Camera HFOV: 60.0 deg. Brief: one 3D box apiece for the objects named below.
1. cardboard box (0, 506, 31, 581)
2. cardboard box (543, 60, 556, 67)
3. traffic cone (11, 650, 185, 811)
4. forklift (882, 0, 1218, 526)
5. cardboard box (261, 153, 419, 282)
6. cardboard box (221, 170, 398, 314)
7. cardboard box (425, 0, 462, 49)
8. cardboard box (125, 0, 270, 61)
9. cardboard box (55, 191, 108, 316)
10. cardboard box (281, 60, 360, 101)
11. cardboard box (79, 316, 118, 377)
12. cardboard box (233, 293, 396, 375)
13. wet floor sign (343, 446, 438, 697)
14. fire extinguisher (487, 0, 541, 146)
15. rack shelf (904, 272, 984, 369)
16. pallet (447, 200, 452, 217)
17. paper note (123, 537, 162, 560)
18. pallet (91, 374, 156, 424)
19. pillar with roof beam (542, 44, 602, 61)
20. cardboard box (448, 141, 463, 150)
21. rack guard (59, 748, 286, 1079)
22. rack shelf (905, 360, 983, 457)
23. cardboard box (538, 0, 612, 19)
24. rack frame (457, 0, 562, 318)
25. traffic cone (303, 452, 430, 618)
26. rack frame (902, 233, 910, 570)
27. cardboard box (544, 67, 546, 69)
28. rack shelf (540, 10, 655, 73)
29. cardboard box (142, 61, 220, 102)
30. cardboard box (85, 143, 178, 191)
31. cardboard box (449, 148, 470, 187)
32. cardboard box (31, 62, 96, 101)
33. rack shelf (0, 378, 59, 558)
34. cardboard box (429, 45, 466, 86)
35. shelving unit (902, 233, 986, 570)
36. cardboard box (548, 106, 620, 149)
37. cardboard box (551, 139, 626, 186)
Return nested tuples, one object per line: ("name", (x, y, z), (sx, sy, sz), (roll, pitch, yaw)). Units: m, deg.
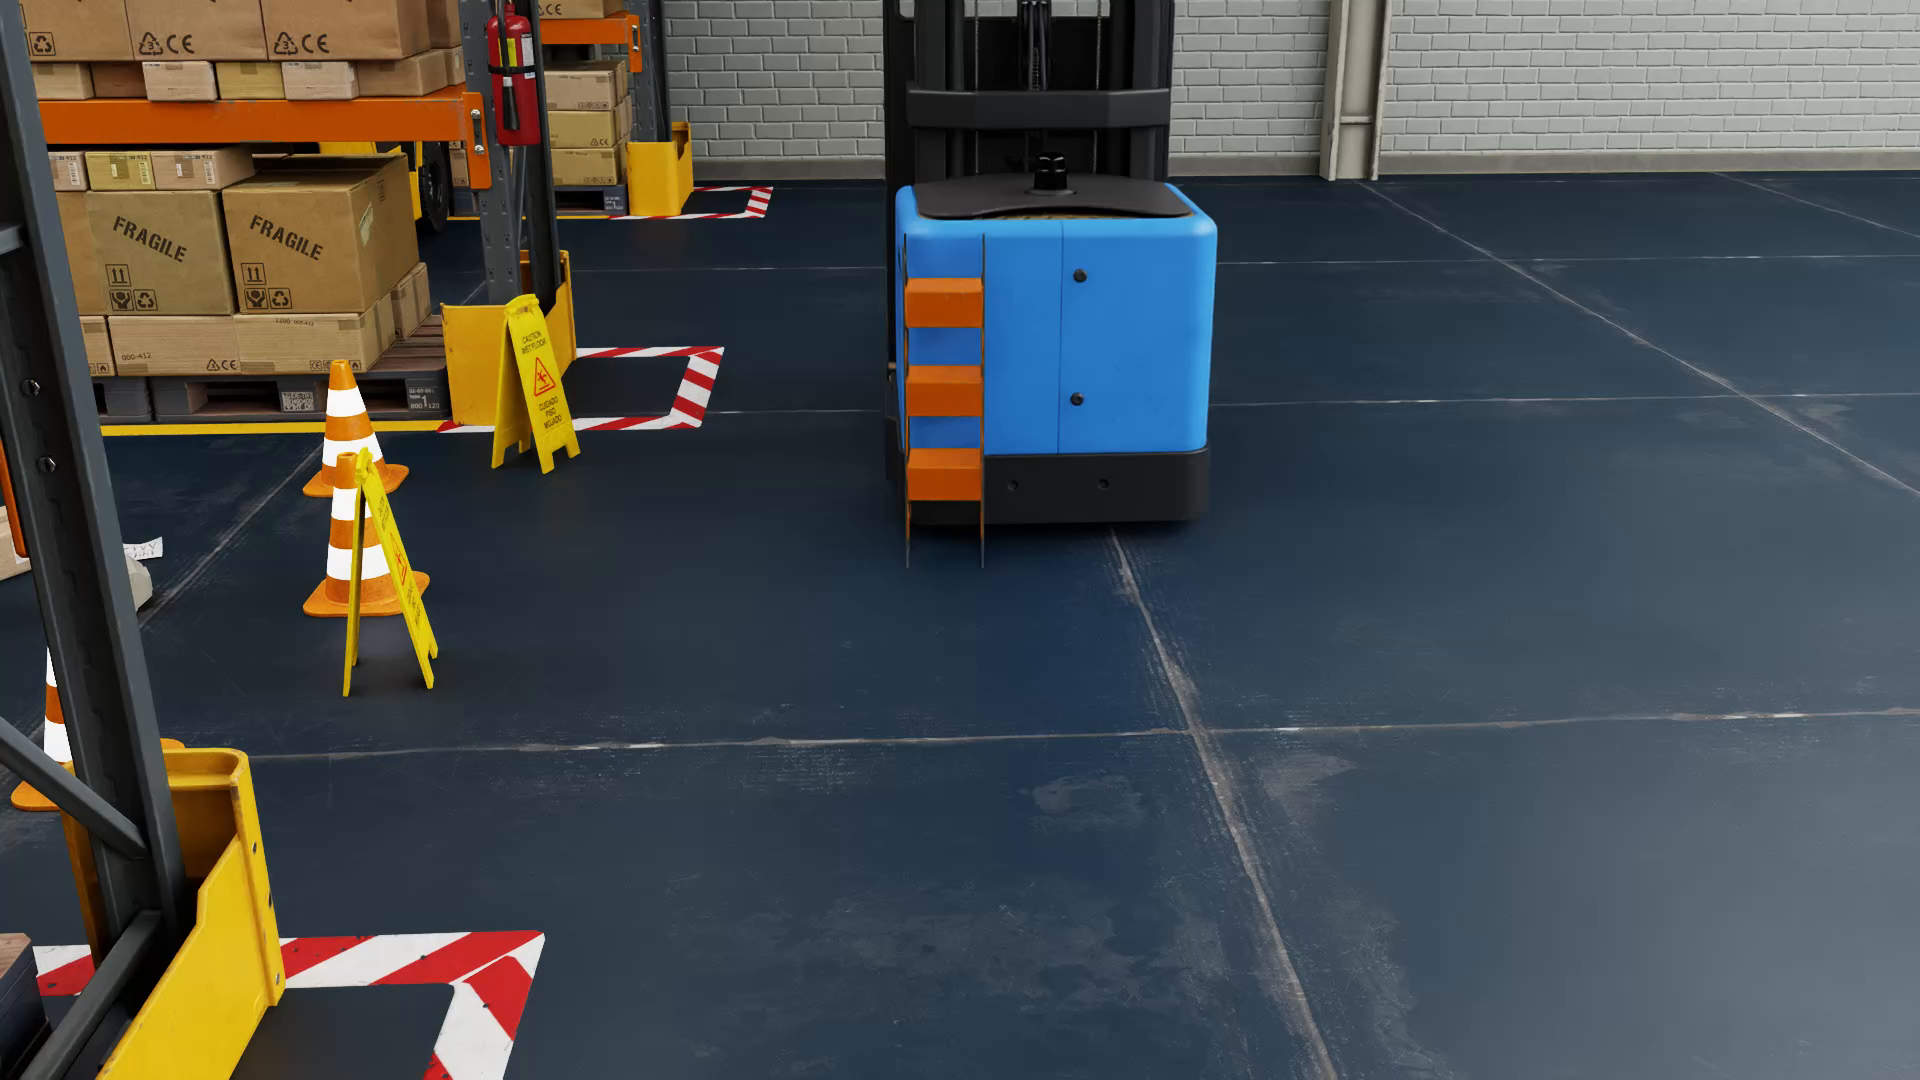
("cardboard box", (-3.079, -0.007, 5.430), (0.250, 0.149, 0.380), (10, 23, 25))
("cardboard box", (-3.163, -3.271, 11.866), (0.500, 0.250, 0.500), (-1, 21, -3))
("traffic cone", (-2.115, 0.365, 4.012), (0.334, 0.463, 0.336), (-1, 21, -3))
("forklift", (0.239, -1.896, 6.482), (1.130, 2.935, 3.031), (-1, 21, -3))
("cardboard box", (-2.732, -1.426, 7.371), (0.500, 0.500, 0.500), (-2, 21, -5))
("cardboard box", (-2.672, -1.236, 6.872), (0.500, 0.500, 0.500), (-1, 21, -3))
("cardboard box", (-2.375, -2.358, 7.040), (0.500, 0.500, 0.500), (-1, 21, -4))
("cardboard box", (-2.913, -2.152, 6.498), (0.500, 0.500, 0.500), (-1, 21, -3))
("cardboard box", (-3.697, -1.217, 6.821), (0.500, 0.500, 0.500), (-2, 21, -4))
("cardboard box", (-2.494, -1.838, 6.585), (0.250, 0.149, 0.380), (-1, 21, -4))
("cardboard box", (-3.718, -0.862, 6.944), (0.500, 0.250, 0.500), (-2, 21, -5))
("cardboard box", (-2.702, -0.882, 6.996), (0.500, 0.250, 0.500), (-1, 21, -3))
("wet floor sign", (-1.587, 0.069, 4.532), (0.232, 0.644, 0.267), (-5, 21, -12))
("fire extinguisher", (-1.746, -1.886, 6.467), (0.183, 0.674, 0.296), (-1, 21, -3))
("rack shelf", (-0.048, -0.685, 5.176), (0.240, 0.259, 0.215), (0, 21, 0))
("pallet", (-4.150, -2.489, 11.862), (1.213, 0.211, 1.003), (-1, 21, -3))
("paper note", (-2.717, 0.031, 5.498), (0.142, 0.019, 0.148), (-9, 23, -22))
("pallet", (-3.991, -0.751, 7.297), (1.213, 0.211, 1.003), (-1, 21, -3))
("pillar with roof beam", (-2.675, -5.427, 7.228), (0.400, 9.000, 9.100), (-1, 21, -3))
("cardboard box", (-3.657, -2.846, 11.452), (0.500, 0.250, 0.500), (-2, 21, -4))
("rack guard", (-1.479, 0.841, 2.710), (0.348, 0.500, 1.175), (-1, 21, -3))
("rack shelf", (-0.048, -0.420, 5.278), (0.240, 0.259, 0.215), (0, 21, 0))
("cardboard box", (-2.650, -3.790, 11.219), (0.500, 0.500, 0.500), (-2, 21, -4))
("rack frame", (-1.887, -2.083, 6.877), (0.127, 3.000, 1.000), (-1, 21, -3))
("traffic cone", (-1.840, -0.043, 5.085), (0.334, 0.463, 0.336), (-1, 21, -3))
("rack frame", (-0.170, -0.430, 5.274), (0.008, 1.050, 0.200), (0, 21, 0))
("cardboard box", (-3.125, -3.092, 11.397), (0.500, 0.250, 0.500), (-1, 21, -2))
("rack shelf", (-4.171, -3.470, 11.530), (4.000, 0.370, 1.077), (-1, 21, -3))
("cardboard box", (-3.007, -1.824, 6.550), (0.250, 0.149, 0.380), (-1, 21, -2))
("cardboard box", (-3.285, -1.504, 6.664), (0.250, 0.149, 0.380), (-1, 21, -2))
("cardboard box", (-3.622, -2.622, 11.567), (0.500, 0.250, 0.500), (-1, 21, -2))
("cardboard box", (-3.521, -1.831, 6.569), (0.250, 0.149, 0.380), (-1, 21, -4))
("rack shelf", (-3.500, 0.050, 2.285), (4.000, 0.370, 1.077), (-1, 21, -3))
("cardboard box", (-2.238, -2.033, 7.097), (0.250, 0.149, 0.380), (-1, 21, -3))
("shelving unit", (-0.048, -0.430, 5.274), (0.252, 1.050, 0.215), (0, 21, 0))
("cardboard box", (-2.642, -2.870, 11.516), (0.500, 0.250, 0.500), (-1, 21, -4))
("cardboard box", (-2.625, -2.636, 11.603), (0.500, 0.250, 0.500), (-1, 21, -3))
